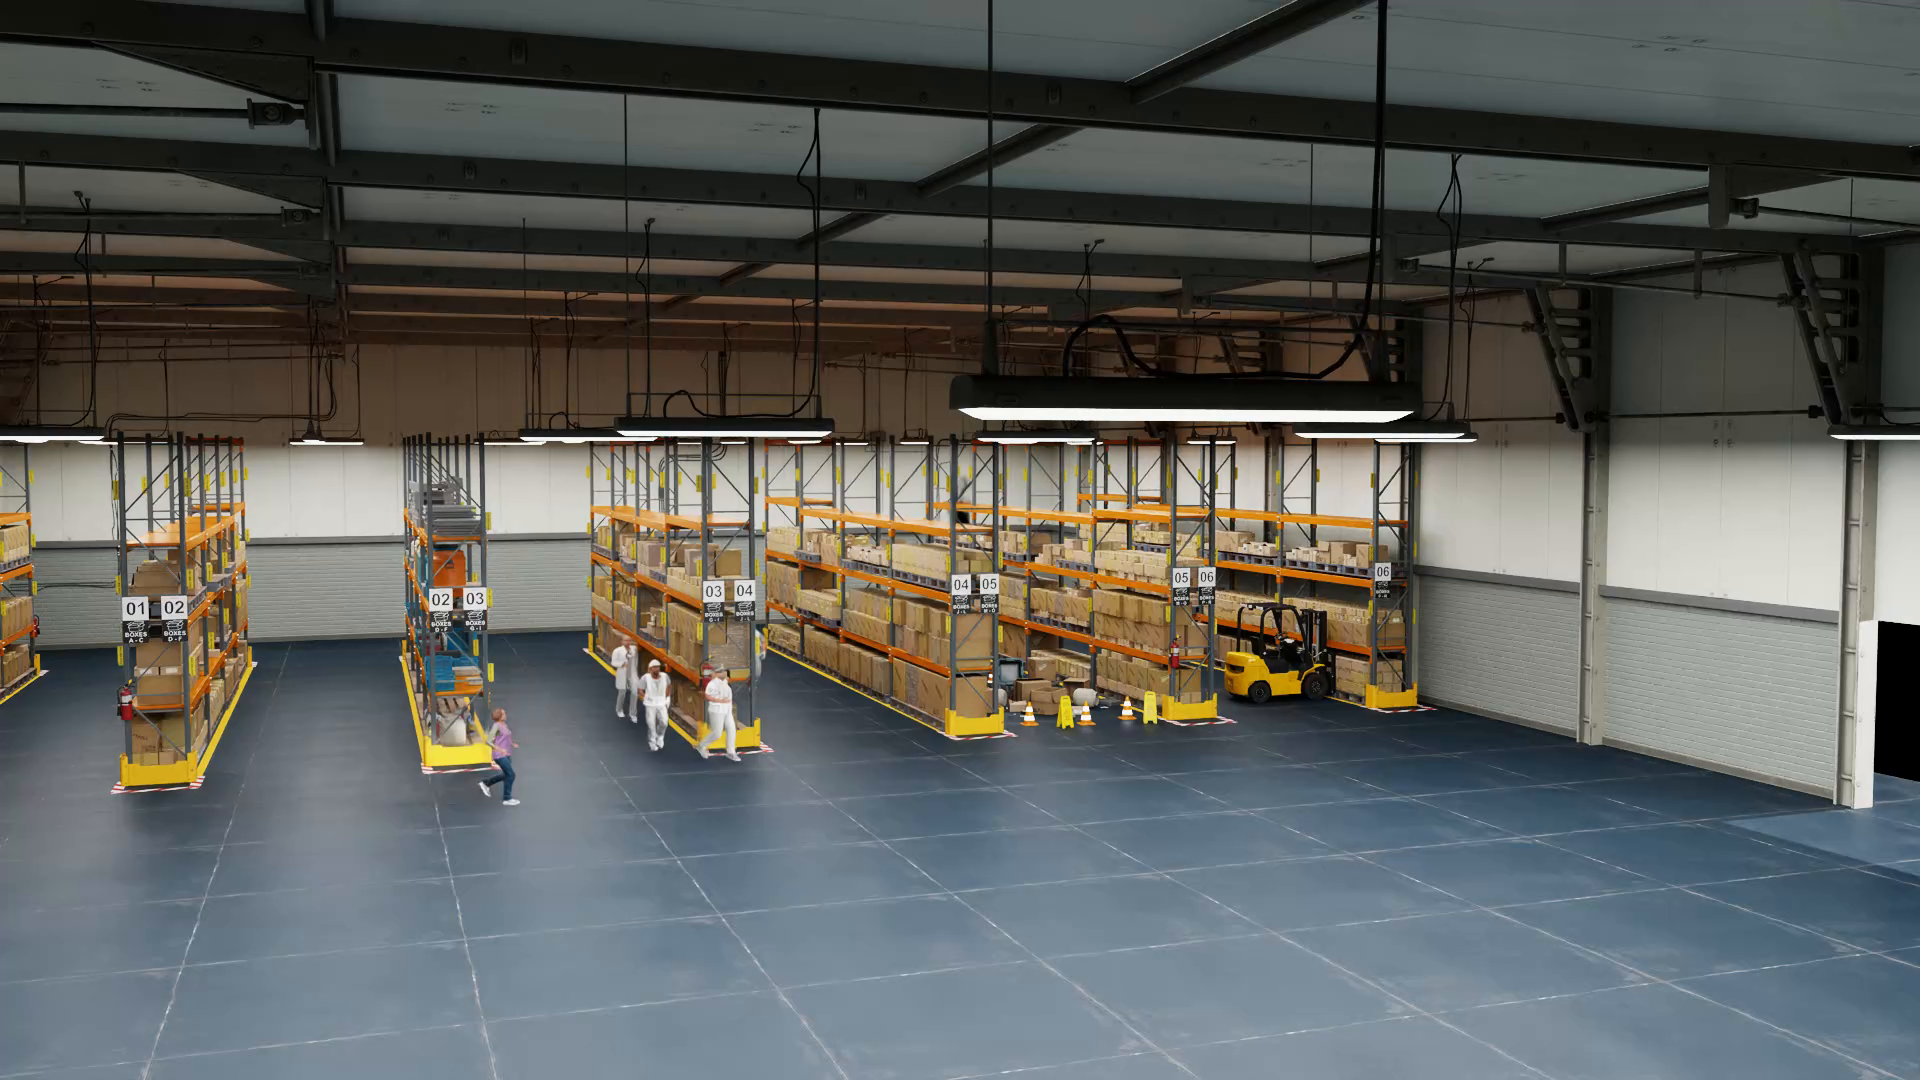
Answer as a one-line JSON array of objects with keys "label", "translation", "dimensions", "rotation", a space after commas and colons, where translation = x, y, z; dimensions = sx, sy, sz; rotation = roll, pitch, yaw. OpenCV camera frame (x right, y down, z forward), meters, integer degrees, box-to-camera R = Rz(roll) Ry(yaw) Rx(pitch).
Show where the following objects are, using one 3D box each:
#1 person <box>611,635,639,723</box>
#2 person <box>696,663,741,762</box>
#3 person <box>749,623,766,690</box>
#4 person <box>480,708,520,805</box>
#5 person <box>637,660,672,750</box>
[{"label": "person", "translation": [-7.018, 2.905, 34.951], "dimensions": [0.649, 1.838, 0.931], "rotation": [-2, 4, -26]}, {"label": "person", "translation": [-4.408, 3.144, 30.401], "dimensions": [0.881, 1.799, 0.686], "rotation": [1, 3, 23]}, {"label": "person", "translation": [-4.843, 2.705, 38.566], "dimensions": [0.696, 1.741, 0.708], "rotation": [-1, 3, -23]}, {"label": "person", "translation": [-7.394, 3.465, 26.637], "dimensions": [0.680, 1.553, 0.542], "rotation": [0, 3, 3]}, {"label": "person", "translation": [-5.729, 3.117, 31.319], "dimensions": [0.675, 1.734, 0.626], "rotation": [-1, 3, -23]}]
